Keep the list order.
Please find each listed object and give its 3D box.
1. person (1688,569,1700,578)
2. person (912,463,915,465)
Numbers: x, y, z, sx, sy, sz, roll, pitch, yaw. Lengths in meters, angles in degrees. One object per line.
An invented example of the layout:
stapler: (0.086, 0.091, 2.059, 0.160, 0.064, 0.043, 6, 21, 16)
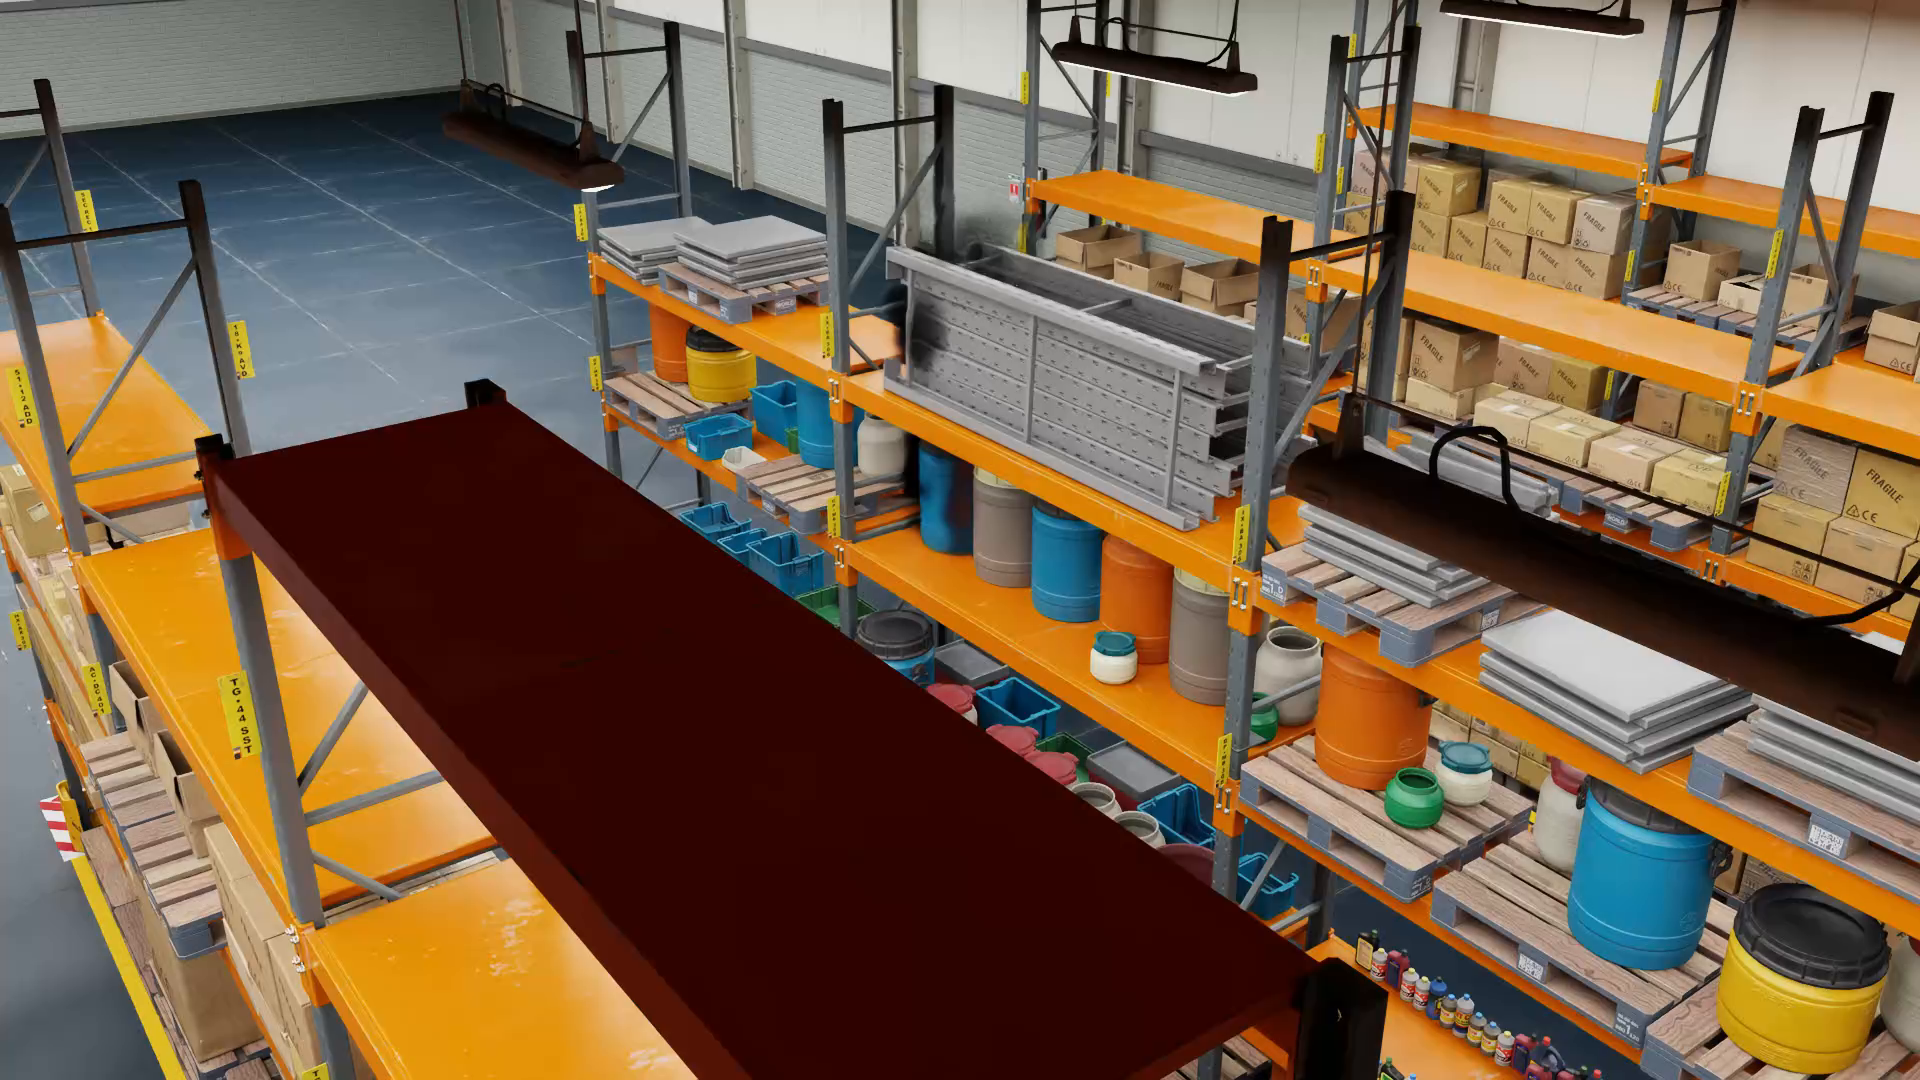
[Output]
person: (6.453, 0.965, 14.899, 0.630, 1.656, 0.949, -17, 30, -33)
person: (-0.946, -1.391, 19.924, 0.973, 1.841, 0.630, -5, 25, -12)
